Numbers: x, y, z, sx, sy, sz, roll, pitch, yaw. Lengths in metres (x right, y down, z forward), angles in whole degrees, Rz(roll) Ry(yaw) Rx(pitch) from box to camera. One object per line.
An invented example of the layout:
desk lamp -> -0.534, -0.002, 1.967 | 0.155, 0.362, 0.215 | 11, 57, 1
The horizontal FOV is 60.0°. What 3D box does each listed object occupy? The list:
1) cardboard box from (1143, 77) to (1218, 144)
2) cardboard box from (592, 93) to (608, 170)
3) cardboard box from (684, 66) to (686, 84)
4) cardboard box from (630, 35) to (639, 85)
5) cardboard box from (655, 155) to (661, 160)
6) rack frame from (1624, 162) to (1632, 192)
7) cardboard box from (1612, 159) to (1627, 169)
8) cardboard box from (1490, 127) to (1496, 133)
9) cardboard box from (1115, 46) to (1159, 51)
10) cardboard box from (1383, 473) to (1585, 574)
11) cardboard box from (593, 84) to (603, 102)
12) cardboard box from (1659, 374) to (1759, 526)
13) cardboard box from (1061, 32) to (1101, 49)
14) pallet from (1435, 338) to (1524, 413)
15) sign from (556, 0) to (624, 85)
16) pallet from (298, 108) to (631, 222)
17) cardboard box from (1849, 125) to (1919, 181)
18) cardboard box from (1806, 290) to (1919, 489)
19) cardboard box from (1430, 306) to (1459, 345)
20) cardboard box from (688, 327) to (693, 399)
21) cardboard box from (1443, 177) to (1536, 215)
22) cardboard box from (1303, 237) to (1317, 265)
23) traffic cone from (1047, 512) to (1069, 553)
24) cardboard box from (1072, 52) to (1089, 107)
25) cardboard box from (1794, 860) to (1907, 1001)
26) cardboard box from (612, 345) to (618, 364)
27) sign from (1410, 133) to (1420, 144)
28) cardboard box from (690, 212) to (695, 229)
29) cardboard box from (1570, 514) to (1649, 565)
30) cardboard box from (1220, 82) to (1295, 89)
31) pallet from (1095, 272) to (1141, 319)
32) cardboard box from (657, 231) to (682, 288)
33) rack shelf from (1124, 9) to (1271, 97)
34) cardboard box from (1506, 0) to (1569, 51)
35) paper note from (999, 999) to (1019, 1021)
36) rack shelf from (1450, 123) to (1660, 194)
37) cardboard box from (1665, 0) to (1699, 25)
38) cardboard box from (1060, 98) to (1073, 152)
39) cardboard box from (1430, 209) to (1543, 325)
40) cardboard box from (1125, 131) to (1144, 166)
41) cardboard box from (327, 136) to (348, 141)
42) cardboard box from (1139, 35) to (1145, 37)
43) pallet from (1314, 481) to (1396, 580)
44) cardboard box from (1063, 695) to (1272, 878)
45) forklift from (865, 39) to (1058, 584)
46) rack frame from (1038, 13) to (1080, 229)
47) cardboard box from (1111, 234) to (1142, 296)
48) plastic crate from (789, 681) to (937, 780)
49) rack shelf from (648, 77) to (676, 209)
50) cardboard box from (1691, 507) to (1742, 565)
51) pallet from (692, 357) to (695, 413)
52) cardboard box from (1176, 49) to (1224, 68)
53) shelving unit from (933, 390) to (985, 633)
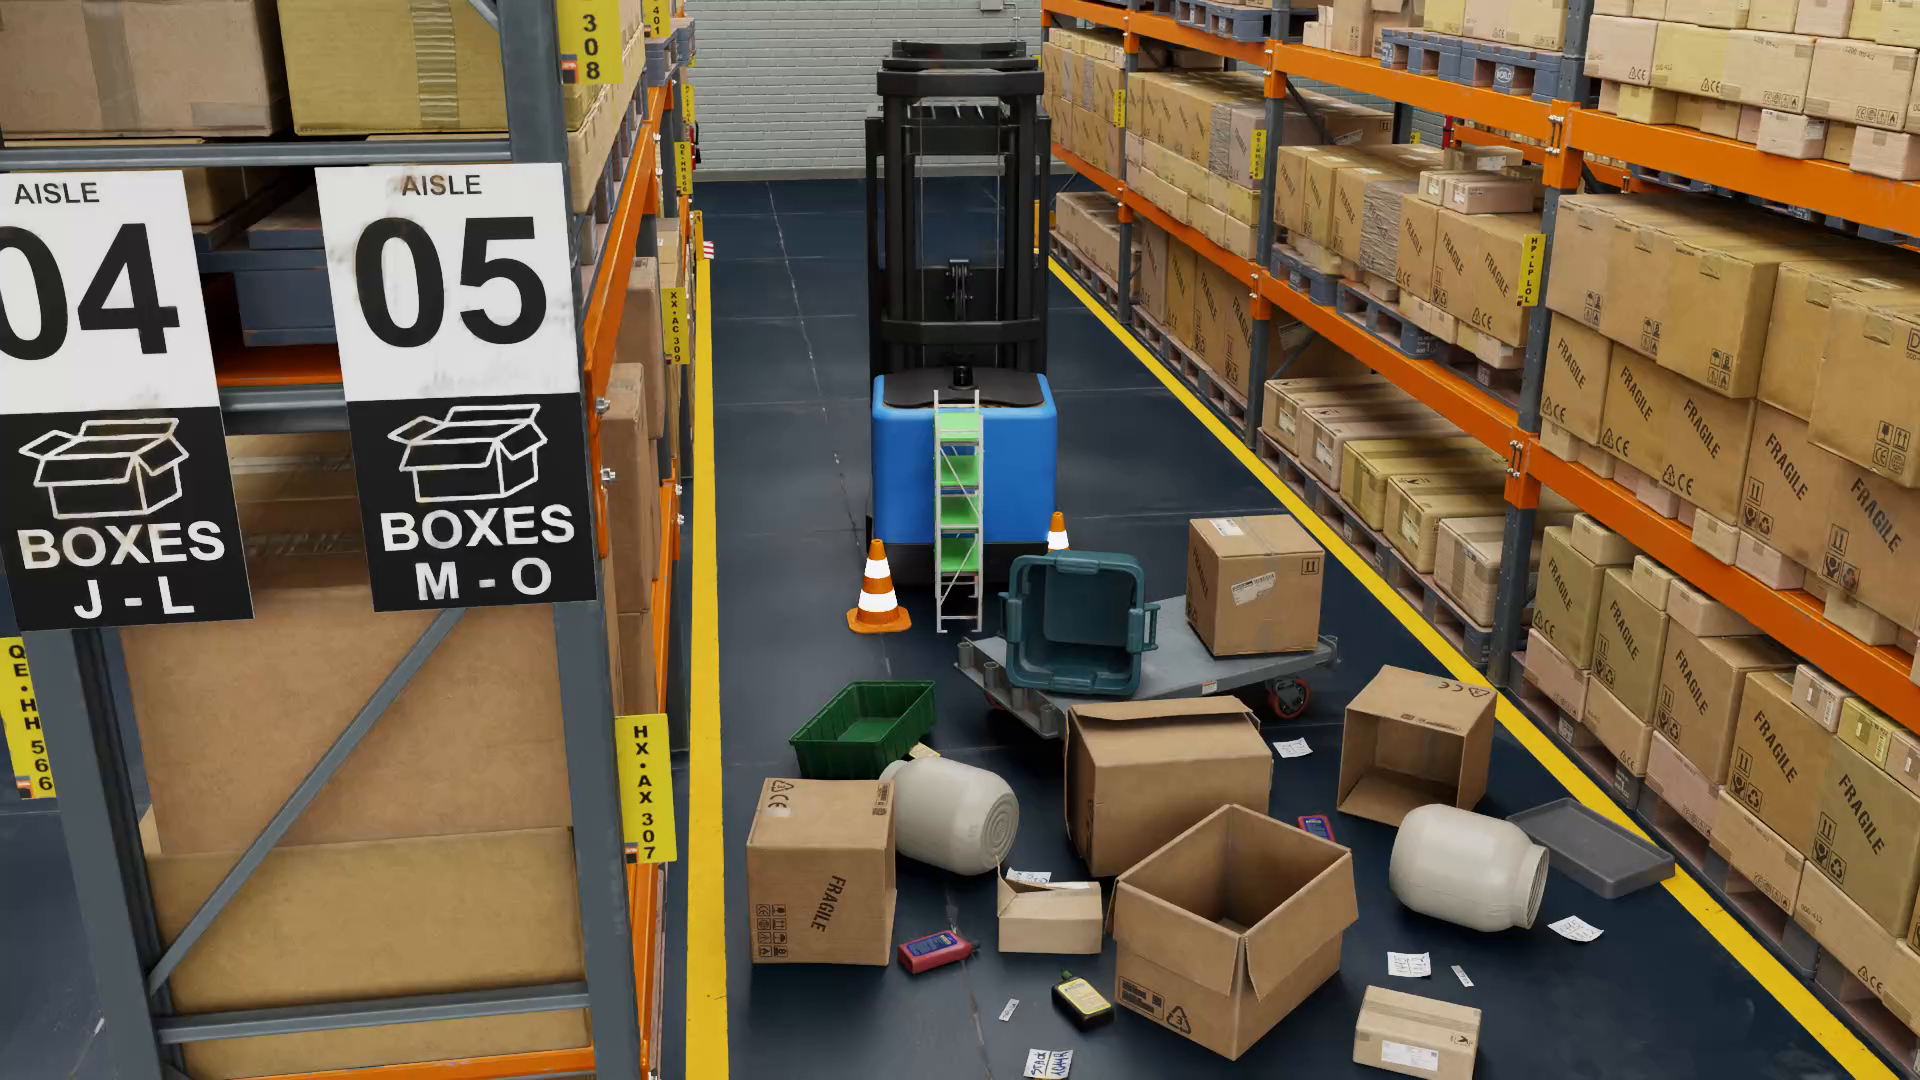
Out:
cardboard box -> 1.868, -3.654, 14.139 | 0.500, 0.500, 0.500 | -3, 21, -8
cardboard box -> -0.971, -0.881, 3.618 | 0.380, 0.149, 0.250 | -3, 21, -8
cardboard box -> -2.924, -4.551, 16.117 | 0.500, 0.500, 0.500 | -4, 21, -10
cardboard box -> -1.262, -1.581, 5.492 | 0.380, 0.149, 0.250 | -3, 21, -8
cardboard box -> -2.345, -2.701, 12.070 | 0.380, 0.149, 0.250 | -2, 21, -5
rack frame -> 6.899, -3.732, 15.920 | 1.000, 3.000, 0.127 | -3, 21, -8
cardboard box -> 6.603, -3.712, 16.226 | 0.380, 0.149, 0.250 | -3, 21, -7
cardboard box -> 6.253, -4.696, 18.862 | 0.380, 0.149, 0.250 | -3, 21, -8
cardboard box -> 1.672, -4.573, 15.675 | 0.380, 0.149, 0.250 | -3, 21, -8
cardboard box -> 2.956, -0.106, 9.369 | 0.950, 0.372, 0.625 | -2, 21, -4
cardboard box -> -1.056, -1.114, 3.671 | 0.500, 0.250, 0.500 | -3, 21, -8
cardboard box -> 3.084, -0.383, 6.386 | 0.500, 0.500, 0.500 | -3, 21, -8
cardboard box -> 1.277, -5.274, 17.551 | 0.380, 0.149, 0.250 | -4, 21, -10
pallet -> 3.175, -0.892, 8.592 | 1.003, 0.211, 1.213 | -3, 21, -8
sign -> -0.616, -0.918, 2.738 | 0.100, 0.325, 0.005 | -3, 21, -8
pallet -> -1.462, -1.084, 4.671 | 1.003, 0.211, 1.213 | -3, 21, -8
cardboard box -> 3.124, -1.252, 5.352 | 0.380, 0.149, 0.250 | -3, 21, -8
cardboard box -> 3.187, -0.493, 5.251 | 0.700, 0.500, 0.500 | -3, 21, -8
cardboard box -> 2.701, -1.133, 8.722 | 0.380, 0.149, 0.250 | -3, 21, -9
cardboard box -> -2.245, -1.268, 12.296 | 0.500, 0.500, 0.500 | -3, 21, -7
cardboard box -> 2.739, -1.783, 8.608 | 0.380, 0.149, 0.250 | -4, 21, -9
cardboard box -> 2.429, -1.856, 10.656 | 0.380, 0.149, 0.250 | -4, 21, -11
traffic cone -> 0.546, 0.070, 9.368 | 0.336, 0.463, 0.334 | -3, 21, -8
cardboard box -> 1.435, -4.671, 16.862 | 0.500, 0.500, 0.500 | -3, 21, -8
cardboard box -> 3.268, 1.320, 5.724 | 0.500, 0.250, 0.500 | -3, 21, -8
cardboard box -> -1.587, -0.494, 5.493 | 0.875, 0.550, 0.550 | -3, 21, -8
sign -> 3.100, -2.631, 11.432 | 0.100, 0.325, 0.005 | -3, 21, -8
cardboard box -> -3.003, -3.377, 17.593 | 0.380, 0.149, 0.250 | -3, 21, -9
cardboard box -> 2.918, -0.010, 7.286 | 0.380, 0.149, 0.250 | -3, 21, -7
cardboard box -> 2.436, -3.498, 13.722 | 0.500, 0.500, 0.500 | -2, 21, -6
pallet -> 1.956, -2.441, 16.450 | 1.003, 0.211, 1.213 | -3, 21, -8
cardboard box -> -1.918, -1.542, 9.915 | 0.500, 0.500, 0.500 | -3, 21, -8
rack shelf -> 2.276, -3.856, 12.993 | 1.077, 0.370, 4.000 | -3, 21, -8
cardboard box -> 2.914, -2.437, 7.780 | 0.500, 0.250, 0.500 | -3, 21, -9
paper note -> 0.172, 1.641, 5.809 | 0.032, 0.001, 0.123 | 8, 22, 20
rack shelf -> 6.611, -4.087, 17.900 | 1.077, 0.370, 4.000 | -3, 21, -8
cardboard box -> 2.959, -2.065, 6.391 | 0.380, 0.149, 0.250 | -4, 21, -10
cardboard box -> 1.353, -4.380, 17.514 | 0.500, 0.500, 0.500 | -3, 21, -8
cardboard box -> 2.775, -1.413, 8.544 | 0.500, 0.500, 0.500 | -3, 21, -7
cardboard box -> 1.772, -3.477, 14.739 | 0.500, 0.250, 0.500 | -4, 21, -9
cardboard box -> -1.696, -1.022, 3.995 | 0.380, 0.149, 0.250 | -3, 21, -9
cardboard box -> 1.900, -5.131, 17.167 | 0.380, 0.149, 0.250 | -2, 21, -6
pallet -> 2.848, -0.097, 10.173 | 1.003, 0.211, 1.213 | -3, 21, -8
cardboard box -> 0.816, 0.977, 6.688 | 0.797, 0.637, 0.503 | -3, 21, -8
forklift -> -0.020, -1.591, 10.287 | 1.130, 2.935, 3.031 | -1, 20, -2
rack frame -> 1.411, -4.865, 18.954 | 1.000, 3.000, 0.127 | -3, 21, -8
cardboard box -> 2.004, -2.699, 16.218 | 0.875, 0.438, 0.875 | -3, 21, -9
plastic crate -> -0.421, 0.859, 7.566 | 0.450, 0.188, 0.662 | -2, 18, 24
rack shelf -> -2.031, -2.186, 8.523 | 1.077, 0.370, 4.000 | -3, 21, -8
cardboard box -> 3.044, -0.024, 6.352 | 0.380, 0.149, 0.250 | -3, 21, -7
pallet -> -2.603, -1.196, 13.117 | 1.003, 0.211, 1.213 | -3, 21, -8
cardboard box -> 2.199, -4.421, 15.268 | 0.380, 0.149, 0.250 | -3, 21, -9
shelving unit -> -0.011, -0.156, 8.919 | 0.258, 1.200, 0.503 | -1, 20, -2
